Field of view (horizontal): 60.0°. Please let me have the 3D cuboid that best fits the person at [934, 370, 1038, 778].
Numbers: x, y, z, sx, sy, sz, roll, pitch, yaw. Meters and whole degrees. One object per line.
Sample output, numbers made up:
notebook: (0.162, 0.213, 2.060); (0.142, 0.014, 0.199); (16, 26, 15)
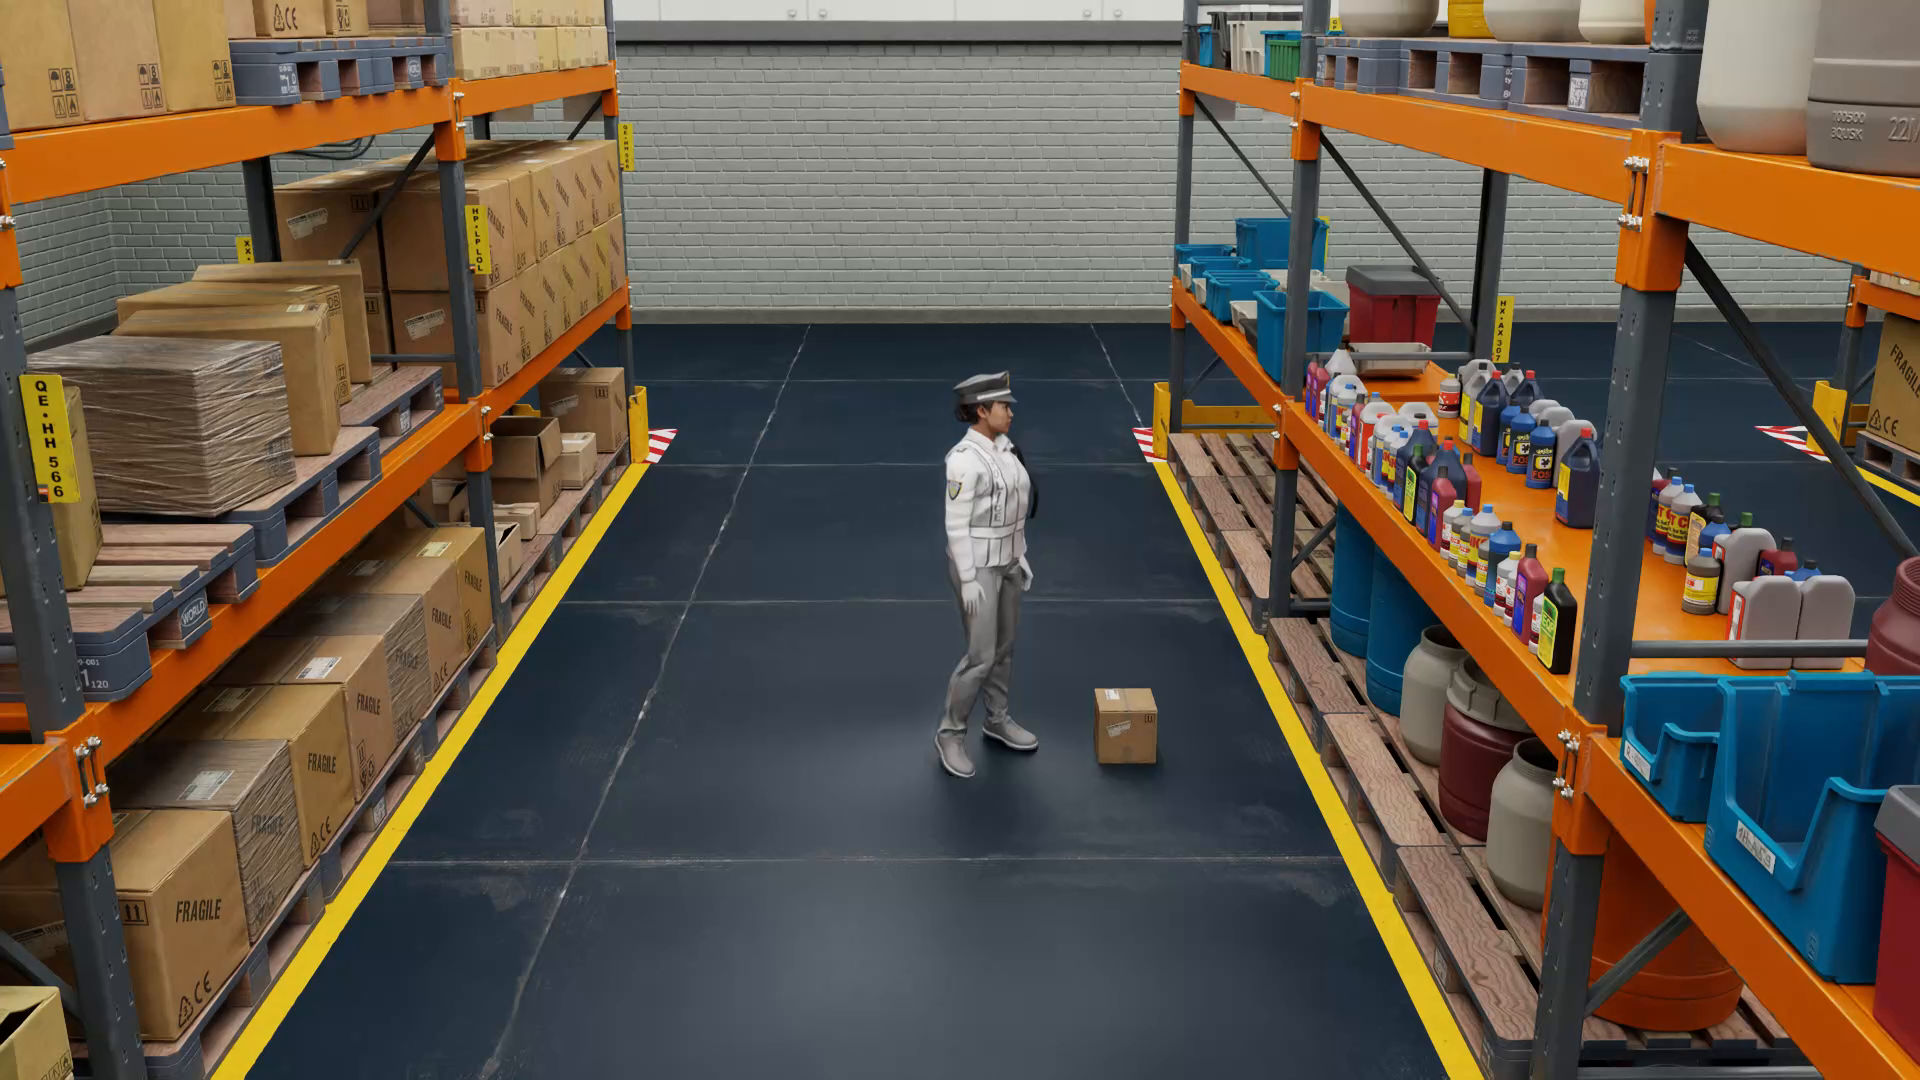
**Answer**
person: (0.118, 0.132, 7.069); (0.374, 1.706, 0.568); (9, 20, 28)
